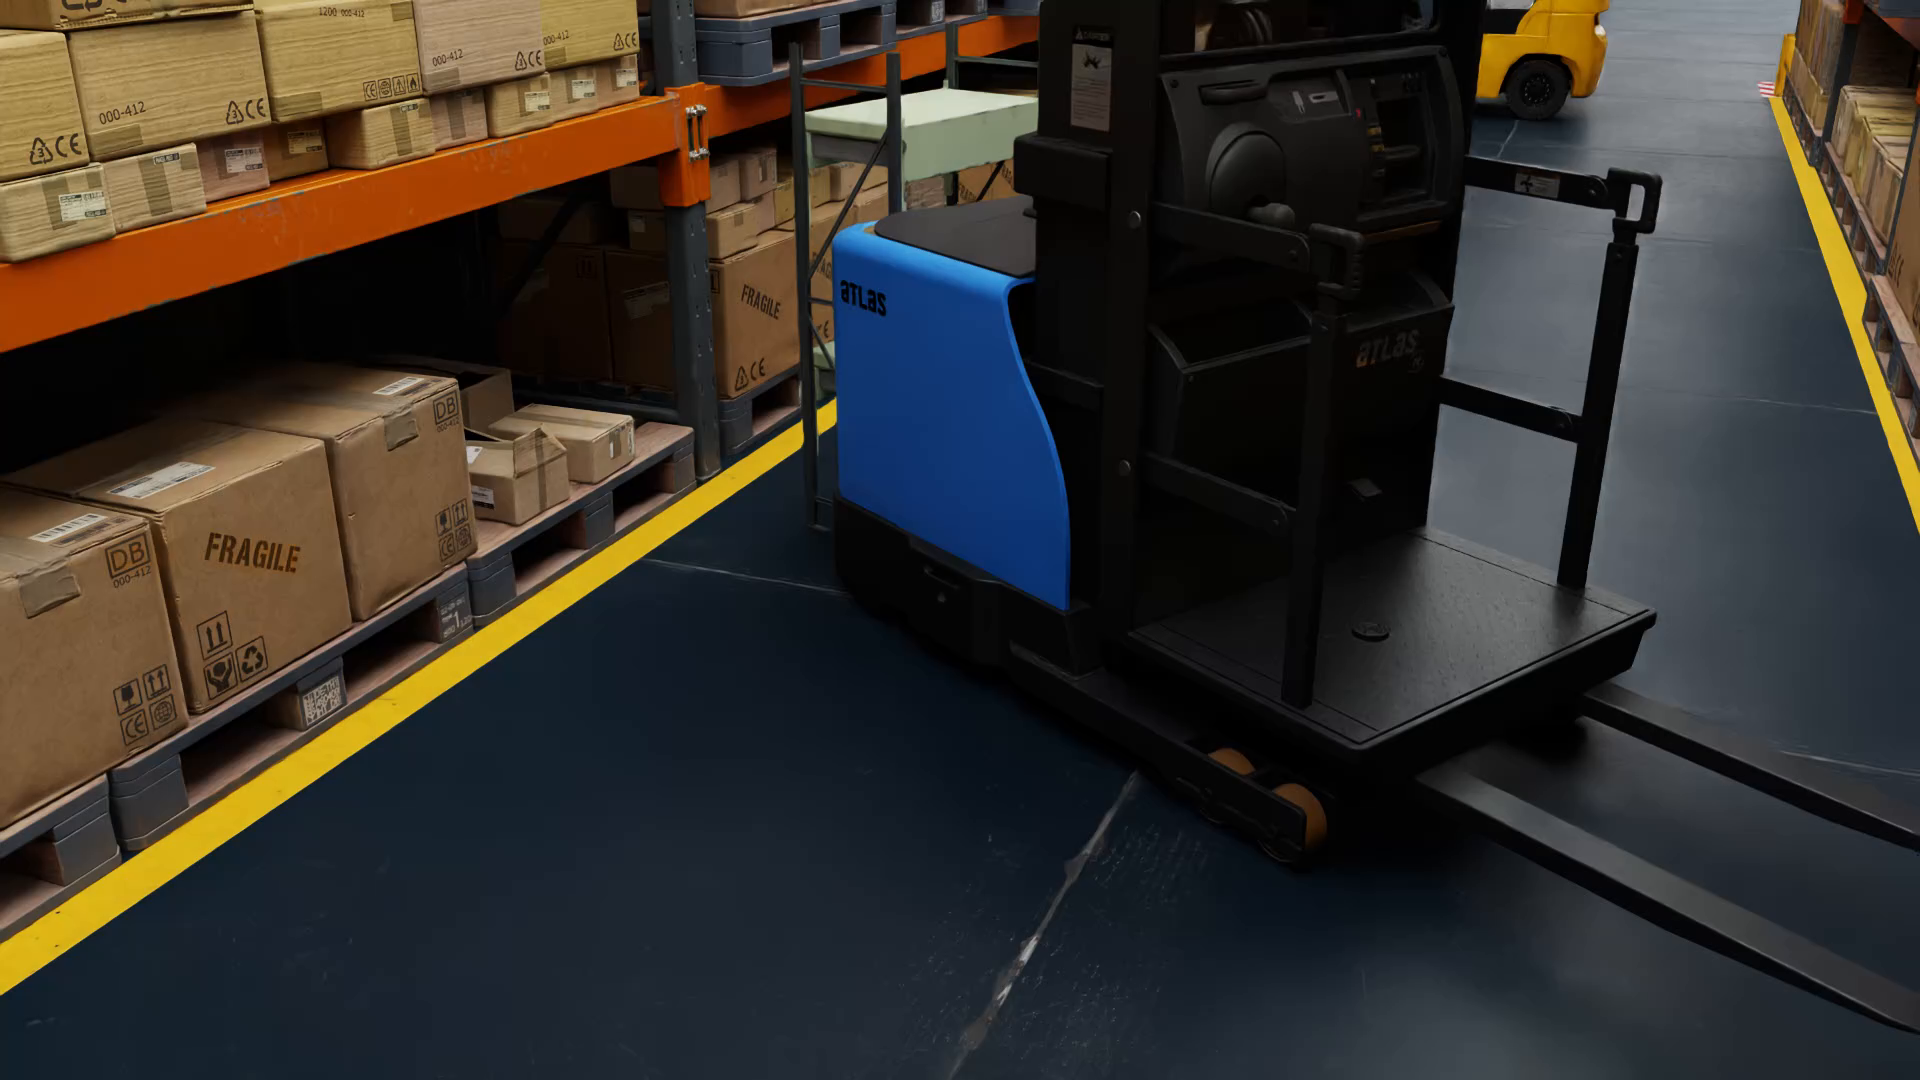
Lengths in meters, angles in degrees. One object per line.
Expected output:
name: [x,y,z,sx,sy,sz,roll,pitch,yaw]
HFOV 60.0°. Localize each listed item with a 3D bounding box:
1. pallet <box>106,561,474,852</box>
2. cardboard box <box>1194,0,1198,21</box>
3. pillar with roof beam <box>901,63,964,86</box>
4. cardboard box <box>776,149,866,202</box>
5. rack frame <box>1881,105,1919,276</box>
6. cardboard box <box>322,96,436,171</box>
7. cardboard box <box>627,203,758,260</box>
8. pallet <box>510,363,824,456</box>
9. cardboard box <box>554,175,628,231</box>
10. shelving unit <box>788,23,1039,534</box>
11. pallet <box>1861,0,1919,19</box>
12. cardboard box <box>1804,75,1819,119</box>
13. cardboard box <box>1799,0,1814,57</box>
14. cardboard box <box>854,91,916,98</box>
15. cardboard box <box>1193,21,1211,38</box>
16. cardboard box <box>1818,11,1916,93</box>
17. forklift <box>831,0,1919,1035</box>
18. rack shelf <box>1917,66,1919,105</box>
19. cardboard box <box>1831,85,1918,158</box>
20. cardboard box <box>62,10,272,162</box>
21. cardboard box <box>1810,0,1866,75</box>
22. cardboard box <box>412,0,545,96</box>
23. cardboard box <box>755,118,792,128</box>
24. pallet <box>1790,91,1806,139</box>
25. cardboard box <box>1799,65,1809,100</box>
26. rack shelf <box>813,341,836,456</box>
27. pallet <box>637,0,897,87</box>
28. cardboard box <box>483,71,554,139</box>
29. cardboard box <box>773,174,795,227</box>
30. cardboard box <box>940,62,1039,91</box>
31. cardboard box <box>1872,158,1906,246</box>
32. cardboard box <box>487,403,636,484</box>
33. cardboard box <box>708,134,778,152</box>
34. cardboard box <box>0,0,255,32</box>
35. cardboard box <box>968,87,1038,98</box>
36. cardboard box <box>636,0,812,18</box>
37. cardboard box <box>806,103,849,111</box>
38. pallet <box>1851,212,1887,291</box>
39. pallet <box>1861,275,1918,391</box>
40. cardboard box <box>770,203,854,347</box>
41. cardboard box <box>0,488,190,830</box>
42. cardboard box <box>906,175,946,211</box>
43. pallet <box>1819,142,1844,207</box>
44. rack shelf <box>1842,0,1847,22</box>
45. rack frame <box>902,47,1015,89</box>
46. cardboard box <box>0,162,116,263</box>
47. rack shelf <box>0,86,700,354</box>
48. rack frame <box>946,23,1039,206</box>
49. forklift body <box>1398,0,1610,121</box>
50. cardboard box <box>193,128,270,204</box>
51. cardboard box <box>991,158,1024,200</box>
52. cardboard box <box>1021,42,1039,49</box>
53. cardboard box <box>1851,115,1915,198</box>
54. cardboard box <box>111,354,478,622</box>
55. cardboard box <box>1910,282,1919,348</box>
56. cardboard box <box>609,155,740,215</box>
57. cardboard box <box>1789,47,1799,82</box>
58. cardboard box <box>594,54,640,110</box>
pallet: [-2.027,0.301,4.256,1.003,0.211,1.213,9,24,20]
cardboard box: [1.655,-4.123,12.954,0.500,0.250,0.500,9,24,21]
pillar with roof beam: [3.811,-5.849,7.577,9.100,9.000,0.400,9,24,20]
cardboard box: [-0.607,-1.488,6.776,0.380,0.149,0.250,9,24,20]
rack frame: [4.776,-2.392,7.085,1.000,3.000,0.127,9,24,20]
cardboard box: [-1.546,-1.025,4.139,0.380,0.149,0.250,8,24,19]
cardboard box: [-0.939,-1.100,5.848,0.380,0.149,0.250,10,25,23]
pallet: [-1.053,-0.680,6.603,1.003,0.211,1.213,9,24,20]
cardboard box: [-1.358,-1.277,6.273,0.380,0.149,0.250,9,24,20]
shelving unit: [-0.104,-0.801,5.222,0.431,1.500,0.755,17,28,34]
pallet: [4.942,-2.574,7.769,1.213,0.211,1.003,9,24,20]
cardboard box: [6.421,-3.190,12.019,0.500,0.250,0.500,8,24,19]
cardboard box: [6.993,-4.080,13.177,0.500,0.500,0.500,8,24,18]
cardboard box: [-0.440,-2.208,8.500,0.380,0.149,0.250,10,25,22]
cardboard box: [1.469,-3.442,12.135,0.875,0.625,0.625,10,25,22]
cardboard box: [6.233,-3.345,11.415,0.500,0.500,0.500,8,24,19]
forklift: [0.934,-0.874,3.539,1.130,2.935,3.031,-17,28,-34]
rack shelf: [4.033,-1.344,5.510,1.077,0.370,4.000,9,24,20]
cardboard box: [6.069,-2.617,10.487,0.950,0.372,0.625,9,24,21]
cardboard box: [-1.844,-0.979,3.510,0.500,0.250,0.500,8,24,19]
cardboard box: [6.608,-3.710,12.289,0.500,0.500,0.500,10,25,23]
cardboard box: [-1.455,-1.339,4.373,0.500,0.250,0.500,9,24,20]
cardboard box: [-0.748,-1.828,7.592,0.380,0.149,0.250,9,24,20]
pallet: [6.930,-3.220,12.685,1.003,0.211,1.213,9,24,20]
cardboard box: [6.804,-3.552,12.885,0.500,0.250,0.500,11,25,24]
rack shelf: [-0.104,-0.500,5.348,0.431,0.370,0.720,17,28,34]
pallet: [-0.921,-1.852,6.040,1.003,0.211,1.213,9,24,20]
cardboard box: [-1.354,-1.211,4.583,0.380,0.149,0.250,9,24,21]
cardboard box: [-0.823,-1.303,6.335,0.380,0.149,0.250,7,24,17]
cardboard box: [0.411,-2.420,9.689,0.875,0.625,0.625,10,25,22]
cardboard box: [4.995,-1.574,7.991,0.950,0.372,0.625,7,24,16]
cardboard box: [-1.254,-0.307,5.246,0.380,0.149,0.250,8,24,18]
cardboard box: [-1.009,-1.652,7.169,0.380,0.149,0.250,9,24,21]
cardboard box: [-1.830,-1.313,3.338,0.500,0.500,0.500,9,24,21]
cardboard box: [0.218,-2.228,8.549,0.380,0.149,0.250,8,24,17]
cardboard box: [-0.932,-2.051,5.593,0.700,0.500,0.500,9,24,21]
cardboard box: [-0.646,-2.023,8.059,0.380,0.149,0.250,8,24,18]
pallet: [5.068,-1.385,8.291,1.003,0.211,1.213,9,24,20]
pallet: [4.413,-0.834,6.972,1.003,0.211,1.213,9,24,20]
cardboard box: [-0.742,-1.043,6.554,0.500,0.500,0.500,8,24,19]
cardboard box: [-2.137,0.216,3.540,0.700,0.500,0.500,10,25,22]
cardboard box: [-0.354,-1.406,7.422,0.500,0.500,0.500,8,24,18]
pallet: [5.974,-2.258,10.381,1.003,0.211,1.213,9,24,20]
rack shelf: [7.005,-4.207,12.364,1.077,0.370,4.000,9,24,20]
rack frame: [0.166,-3.101,8.783,1.000,3.000,0.127,9,24,20]
cardboard box: [-1.904,-0.655,3.252,0.380,0.149,0.250,8,24,19]
rack shelf: [-2.062,-0.622,3.781,1.077,0.370,4.000,9,24,20]
rack frame: [0.119,-0.913,5.489,0.400,1.500,0.023,17,28,34]
forklift body: [4.127,-4.633,13.550,2.313,2.155,1.214,9,24,20]
cardboard box: [-1.793,-0.854,3.729,0.380,0.149,0.250,9,24,20]
cardboard box: [0.013,-1.782,8.322,0.500,0.500,0.500,8,24,19]
cardboard box: [0.896,-2.896,10.829,0.875,0.625,0.625,8,24,18]
cardboard box: [5.549,-2.110,9.273,0.950,0.372,0.625,10,25,22]
cardboard box: [-1.751,-0.156,4.430,0.700,0.500,0.500,8,24,18]
cardboard box: [4.107,-1.051,6.087,0.875,0.875,0.875,9,24,21]
cardboard box: [-0.996,-1.246,5.811,0.380,0.149,0.250,8,24,19]
cardboard box: [7.191,-3.931,13.791,0.500,0.250,0.500,9,24,20]
cardboard box: [-1.203,-1.404,5.045,0.380,0.149,0.250,9,24,21]
